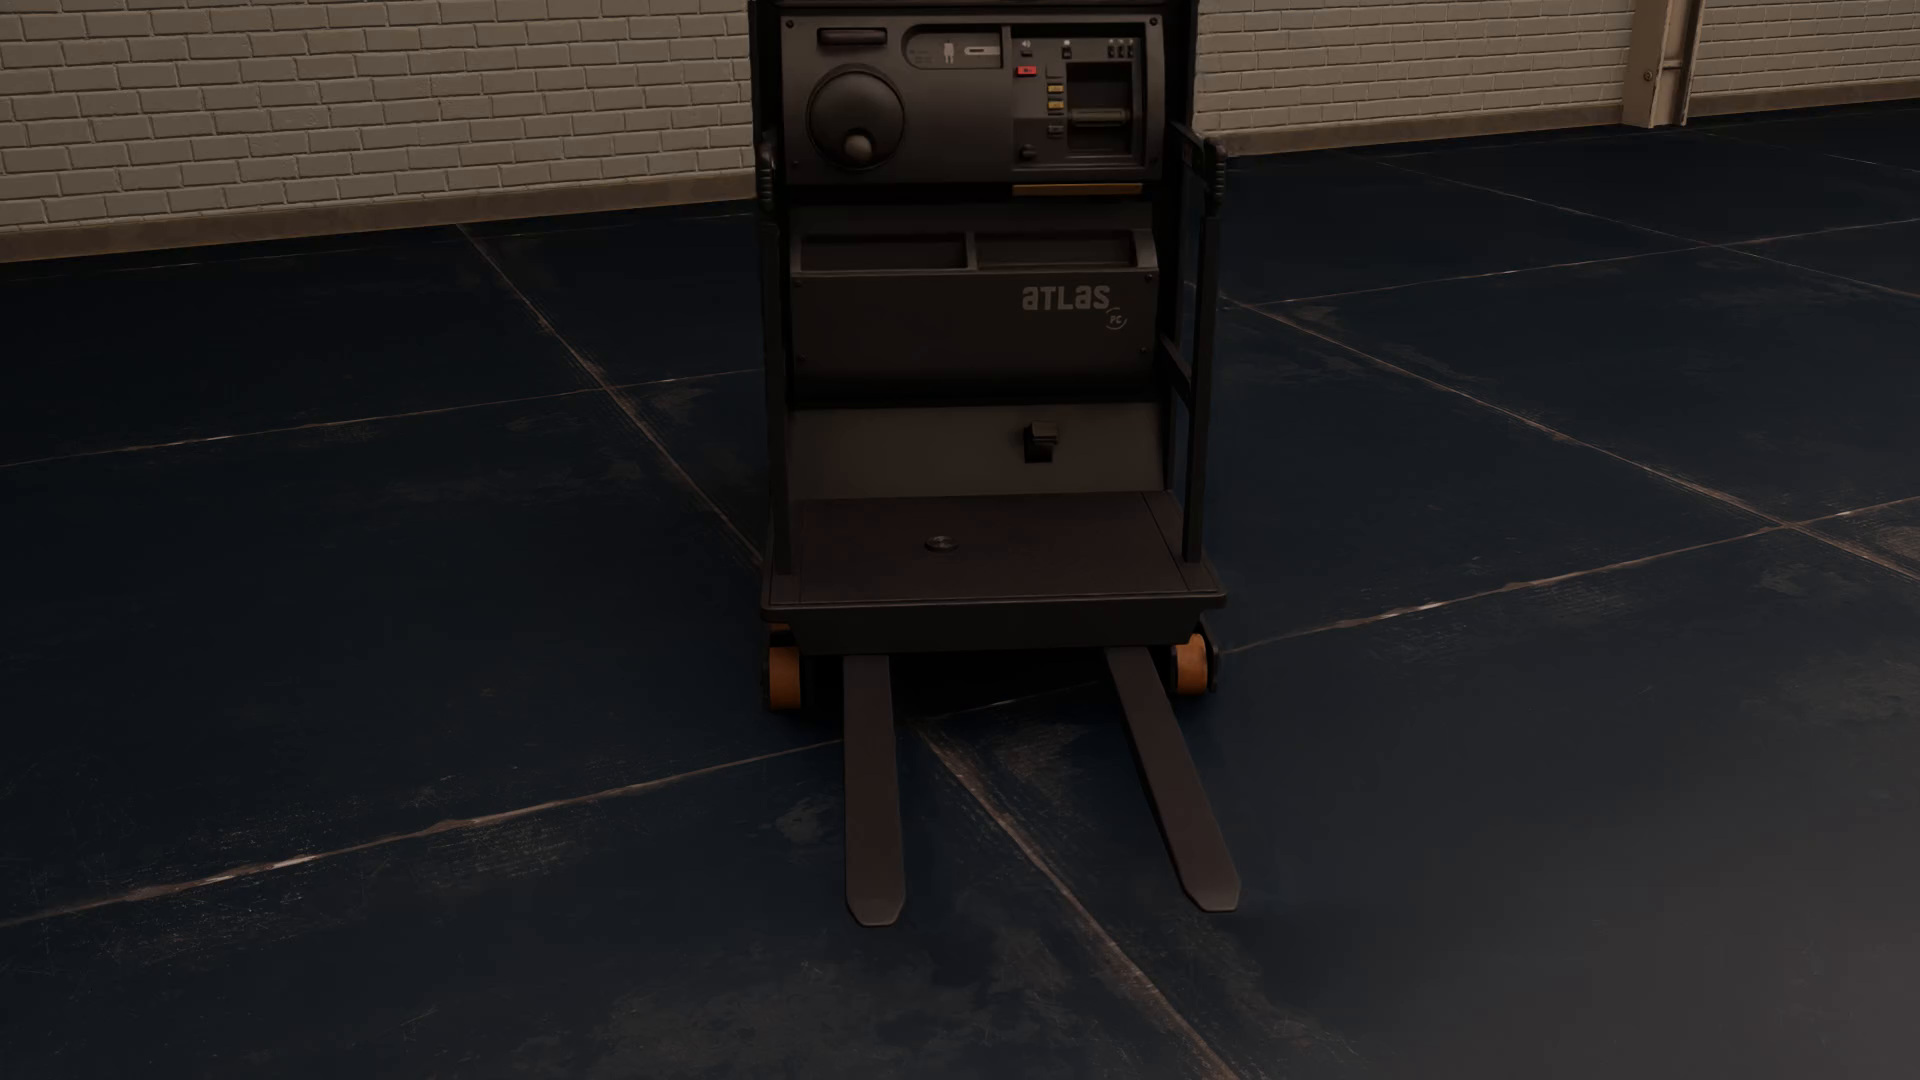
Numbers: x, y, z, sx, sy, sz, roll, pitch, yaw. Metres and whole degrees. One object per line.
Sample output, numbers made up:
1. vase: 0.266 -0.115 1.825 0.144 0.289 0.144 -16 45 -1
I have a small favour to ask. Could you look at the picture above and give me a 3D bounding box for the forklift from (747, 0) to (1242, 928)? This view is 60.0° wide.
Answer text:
1. forklift: 0.051 -1.063 3.844 1.130 2.935 3.031 -2 23 -4
